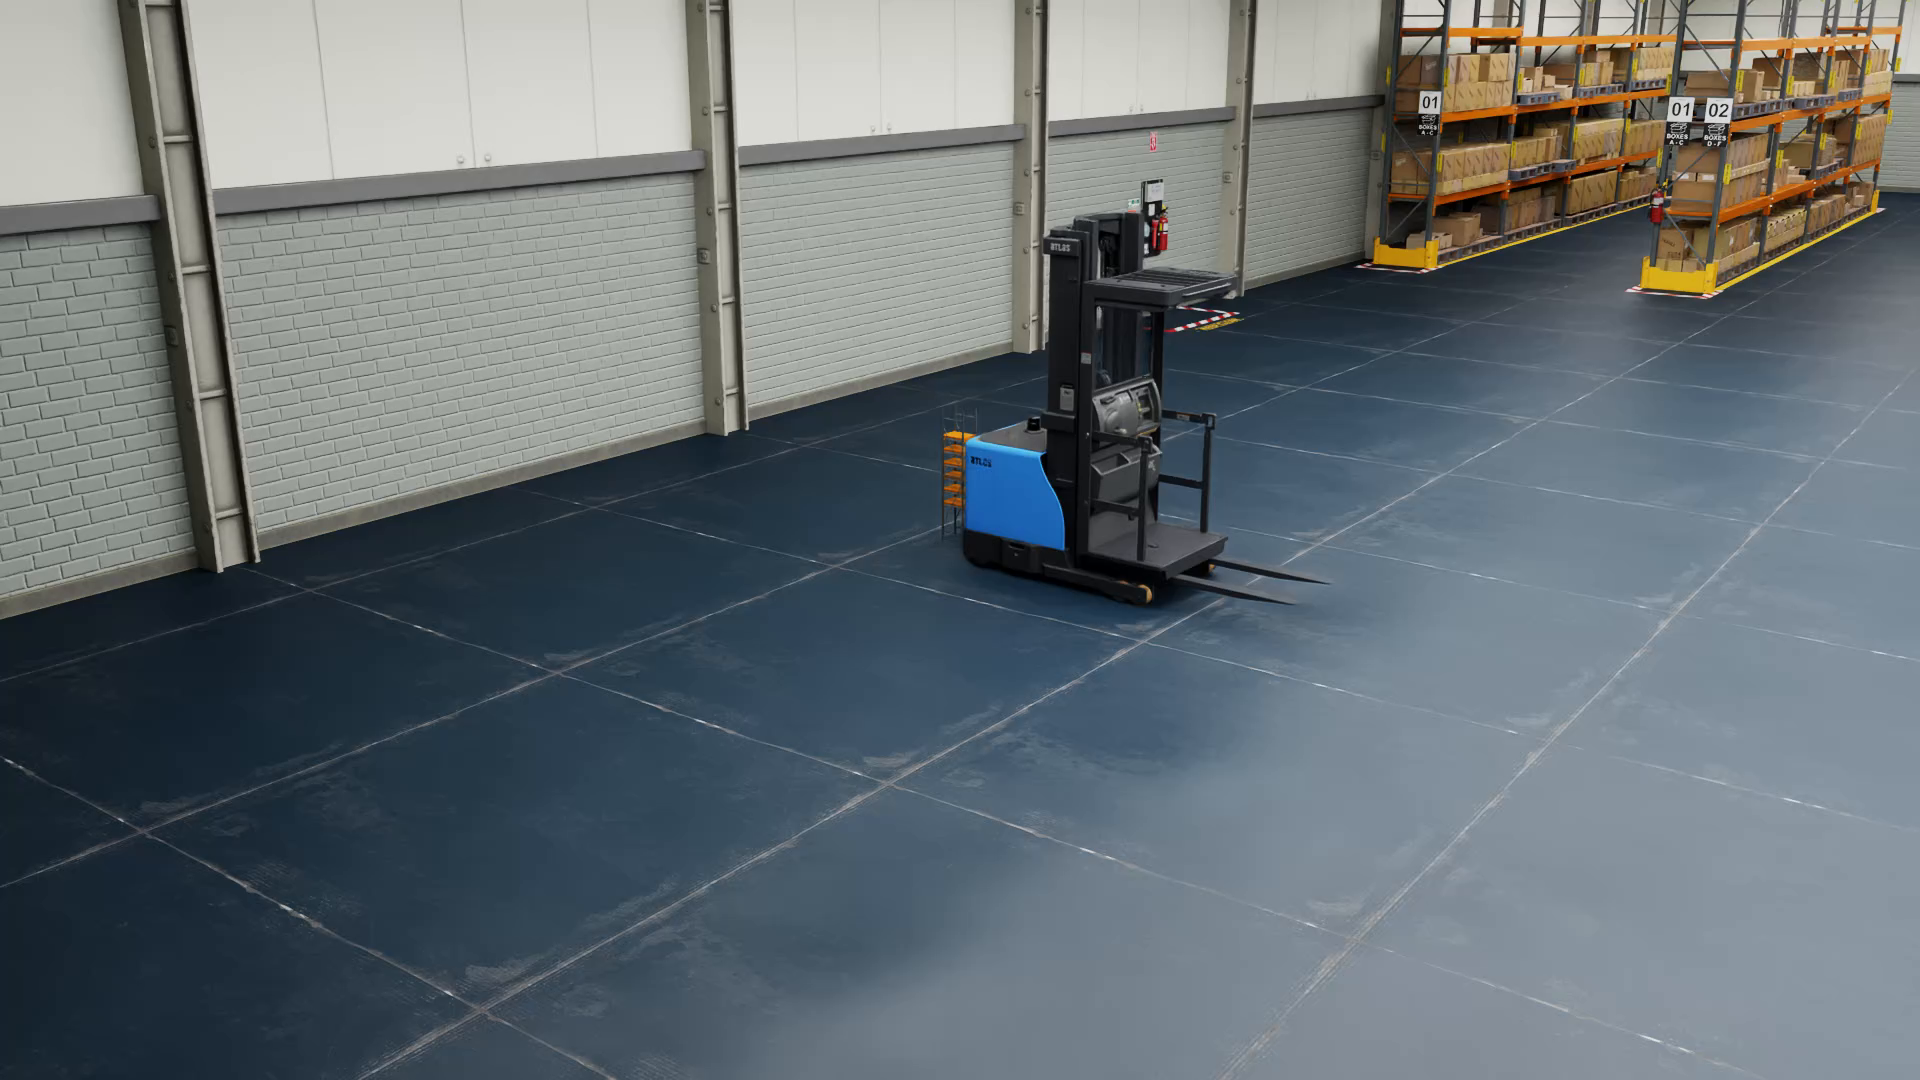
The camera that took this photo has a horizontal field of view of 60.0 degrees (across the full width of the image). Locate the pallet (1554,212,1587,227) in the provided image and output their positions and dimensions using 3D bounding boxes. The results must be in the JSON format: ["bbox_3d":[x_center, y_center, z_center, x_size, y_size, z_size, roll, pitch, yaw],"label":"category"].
[{"bbox_3d":[13.680,-7.377,38.144,1.003,0.211,1.213,12,21,35],"label":"pallet"}]

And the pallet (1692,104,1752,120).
[{"bbox_3d":[12.805,-7.309,28.313,1.003,0.211,1.213,12,21,35],"label":"pallet"}]

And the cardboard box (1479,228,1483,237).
[{"bbox_3d":[10.471,-6.306,34.029,0.380,0.166,0.250,9,20,28],"label":"cardboard box"}]

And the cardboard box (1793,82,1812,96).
[{"bbox_3d":[16.607,-8.976,33.076,0.500,0.250,0.500,13,22,36],"label":"cardboard box"}]

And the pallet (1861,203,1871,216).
[{"bbox_3d":[21.377,-8.026,40.232,1.003,0.211,1.213,12,21,35],"label":"pallet"}]

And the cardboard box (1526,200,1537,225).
[{"bbox_3d":[12.089,-7.145,36.166,0.700,0.500,0.500,12,21,34],"label":"cardboard box"}]

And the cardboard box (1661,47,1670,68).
[{"bbox_3d":[17.392,-12.068,41.600,0.500,0.500,0.500,13,22,36],"label":"cardboard box"}]

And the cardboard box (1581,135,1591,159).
[{"bbox_3d":[13.964,-8.928,37.730,0.500,0.500,0.500,13,22,36],"label":"cardboard box"}]

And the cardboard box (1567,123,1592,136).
[{"bbox_3d":[13.947,-9.283,37.610,0.500,0.250,0.500,12,21,34],"label":"cardboard box"}]

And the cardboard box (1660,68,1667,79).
[{"bbox_3d":[17.384,-11.704,41.693,0.500,0.250,0.500,11,21,33],"label":"cardboard box"}]

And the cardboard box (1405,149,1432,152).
[{"bbox_3d":[8.801,-7.193,31.804,0.500,0.500,0.500,13,21,35],"label":"cardboard box"}]

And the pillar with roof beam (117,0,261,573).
[{"bbox_3d":[-2.738,-3.337,10.316,9.100,9.000,0.400,12,21,35],"label":"pillar with roof beam"}]

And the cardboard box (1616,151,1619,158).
[{"bbox_3d":[15.559,-9.246,39.851,0.380,0.149,0.250,13,21,35],"label":"cardboard box"}]

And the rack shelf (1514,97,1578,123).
[{"bbox_3d":[11.958,-9.147,35.297,1.077,0.370,4.000,12,21,35],"label":"rack shelf"}]

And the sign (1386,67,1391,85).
[{"bbox_3d":[7.949,-8.587,30.788,0.100,0.325,0.005,12,21,35],"label":"sign"}]

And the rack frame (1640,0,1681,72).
[{"bbox_3d":[17.916,-13.305,42.415,1.000,3.000,0.127,12,21,35],"label":"rack frame"}]

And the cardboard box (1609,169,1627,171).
[{"bbox_3d":[16.588,-9.275,41.966,0.380,0.149,0.250,12,21,34],"label":"cardboard box"}]

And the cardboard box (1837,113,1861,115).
[{"bbox_3d":[21.420,-10.032,40.135,0.500,0.500,0.500,13,22,36],"label":"cardboard box"}]

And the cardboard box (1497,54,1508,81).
[{"bbox_3d":[10.365,-9.249,32.523,0.500,0.500,0.500,14,22,38],"label":"cardboard box"}]

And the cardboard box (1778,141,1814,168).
[{"bbox_3d":[17.415,-8.078,34.823,0.700,0.500,0.500,5,18,16],"label":"cardboard box"}]

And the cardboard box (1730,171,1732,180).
[{"bbox_3d":[13.075,-6.290,28.679,0.380,0.149,0.250,13,21,35],"label":"cardboard box"}]

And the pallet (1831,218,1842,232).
[{"bbox_3d":[19.059,-7.081,37.189,1.003,0.211,1.213,12,21,35],"label":"pallet"}]

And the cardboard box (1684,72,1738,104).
[{"bbox_3d":[12.709,-7.640,28.112,0.797,0.503,0.637,14,22,38],"label":"cardboard box"}]

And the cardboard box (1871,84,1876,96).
[{"bbox_3d":[20.602,-10.283,37.994,0.500,0.250,0.500,12,21,35],"label":"cardboard box"}]

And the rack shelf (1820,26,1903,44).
[{"bbox_3d":[20.705,-11.609,38.172,1.077,0.370,4.000,12,21,35],"label":"rack shelf"}]

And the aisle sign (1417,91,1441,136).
[{"bbox_3d":[8.581,-7.801,30.422,0.394,0.787,0.004,12,21,35],"label":"aisle sign"}]

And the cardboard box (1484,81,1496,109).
[{"bbox_3d":[10.052,-8.651,32.283,0.500,0.500,0.500,11,21,33],"label":"cardboard box"}]

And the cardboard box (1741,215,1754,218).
[{"bbox_3d":[15.362,-6.253,32.805,0.500,0.311,0.500,12,21,35],"label":"cardboard box"}]

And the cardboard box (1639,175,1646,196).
[{"bbox_3d":[16.982,-9.023,42.250,0.700,0.500,0.500,12,21,33],"label":"cardboard box"}]

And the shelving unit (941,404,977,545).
[{"bbox_3d":[-0.009,-0.570,14.555,0.258,1.200,0.189,12,21,35],"label":"shelving unit"}]

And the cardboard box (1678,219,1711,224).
[{"bbox_3d":[13.327,-5.540,30.190,0.500,0.500,0.500,12,21,35],"label":"cardboard box"}]

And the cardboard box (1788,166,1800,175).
[{"bbox_3d":[16.878,-7.539,34.112,0.500,0.311,0.500,14,22,38],"label":"cardboard box"}]

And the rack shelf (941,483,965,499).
[{"bbox_3d":[-0.009,-0.413,14.603,0.258,0.103,0.180,12,21,35],"label":"rack shelf"}]

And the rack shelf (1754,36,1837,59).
[{"bbox_3d":[15.938,-9.514,32.095,1.077,0.370,4.000,12,21,35],"label":"rack shelf"}]

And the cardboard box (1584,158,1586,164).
[{"bbox_3d":[14.113,-8.714,38.135,0.380,0.149,0.250,13,21,36],"label":"cardboard box"}]

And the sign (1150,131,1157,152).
[{"bbox_3d":[2.942,-6.061,25.294,0.001,0.298,0.199,12,21,35],"label":"sign"}]

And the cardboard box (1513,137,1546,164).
[{"bbox_3d":[12.153,-8.378,35.755,0.700,0.500,0.500,12,21,35],"label":"cardboard box"}]

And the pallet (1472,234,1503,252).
[{"bbox_3d":[10.394,-6.084,33.979,1.003,0.211,1.213,12,21,35],"label":"pallet"}]

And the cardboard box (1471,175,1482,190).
[{"bbox_3d":[9.838,-6.994,32.426,0.500,0.250,0.500,13,21,35],"label":"cardboard box"}]

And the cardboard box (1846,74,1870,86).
[{"bbox_3d":[20.002,-10.284,37.156,0.500,0.250,0.500,12,21,35],"label":"cardboard box"}]

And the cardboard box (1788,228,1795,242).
[{"bbox_3d":[16.406,-6.137,33.375,0.500,0.250,0.500,13,21,36],"label":"cardboard box"}]

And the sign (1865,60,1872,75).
[{"bbox_3d":[19.961,-10.383,36.528,0.100,0.325,0.005,12,21,35],"label":"sign"}]

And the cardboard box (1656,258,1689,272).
[{"bbox_3d":[12.445,-4.822,29.142,0.500,0.250,0.500,12,21,35],"label":"cardboard box"}]

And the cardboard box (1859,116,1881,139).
[{"bbox_3d":[21.247,-9.691,39.040,0.500,0.500,0.500,13,22,36],"label":"cardboard box"}]

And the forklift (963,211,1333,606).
[{"bbox_3d":[1.506,-1.058,13.208,3.031,2.935,1.130,13,21,35],"label":"forklift"}]

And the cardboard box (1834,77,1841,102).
[{"bbox_3d":[17.977,-9.496,35.037,0.910,0.500,0.500,12,21,35],"label":"cardboard box"}]

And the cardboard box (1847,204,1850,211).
[{"bbox_3d":[20.444,-7.739,38.644,0.380,0.166,0.250,12,21,35],"label":"cardboard box"}]

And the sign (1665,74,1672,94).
[{"bbox_3d":[11.936,-7.671,27.972,0.100,0.325,0.005,12,21,35],"label":"sign"}]

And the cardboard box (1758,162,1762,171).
[{"bbox_3d":[14.454,-6.841,30.453,0.380,0.149,0.250,12,21,33],"label":"cardboard box"}]

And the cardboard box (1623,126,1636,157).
[{"bbox_3d":[15.869,-9.757,40.599,0.980,0.700,0.700,13,21,36],"label":"cardboard box"}]

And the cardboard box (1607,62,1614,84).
[{"bbox_3d":[14.920,-10.988,39.100,0.700,0.500,0.500,11,20,32],"label":"cardboard box"}]

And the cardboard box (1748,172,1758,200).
[{"bbox_3d":[14.178,-6.522,30.518,0.700,0.500,0.500,12,21,34],"label":"cardboard box"}]

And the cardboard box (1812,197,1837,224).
[{"bbox_3d":[18.849,-7.225,36.426,0.500,0.500,0.500,13,21,35],"label":"cardboard box"}]

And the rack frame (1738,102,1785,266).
[{"bbox_3d":[14.747,-6.707,31.285,1.000,3.000,0.127,12,21,35],"label":"rack frame"}]
